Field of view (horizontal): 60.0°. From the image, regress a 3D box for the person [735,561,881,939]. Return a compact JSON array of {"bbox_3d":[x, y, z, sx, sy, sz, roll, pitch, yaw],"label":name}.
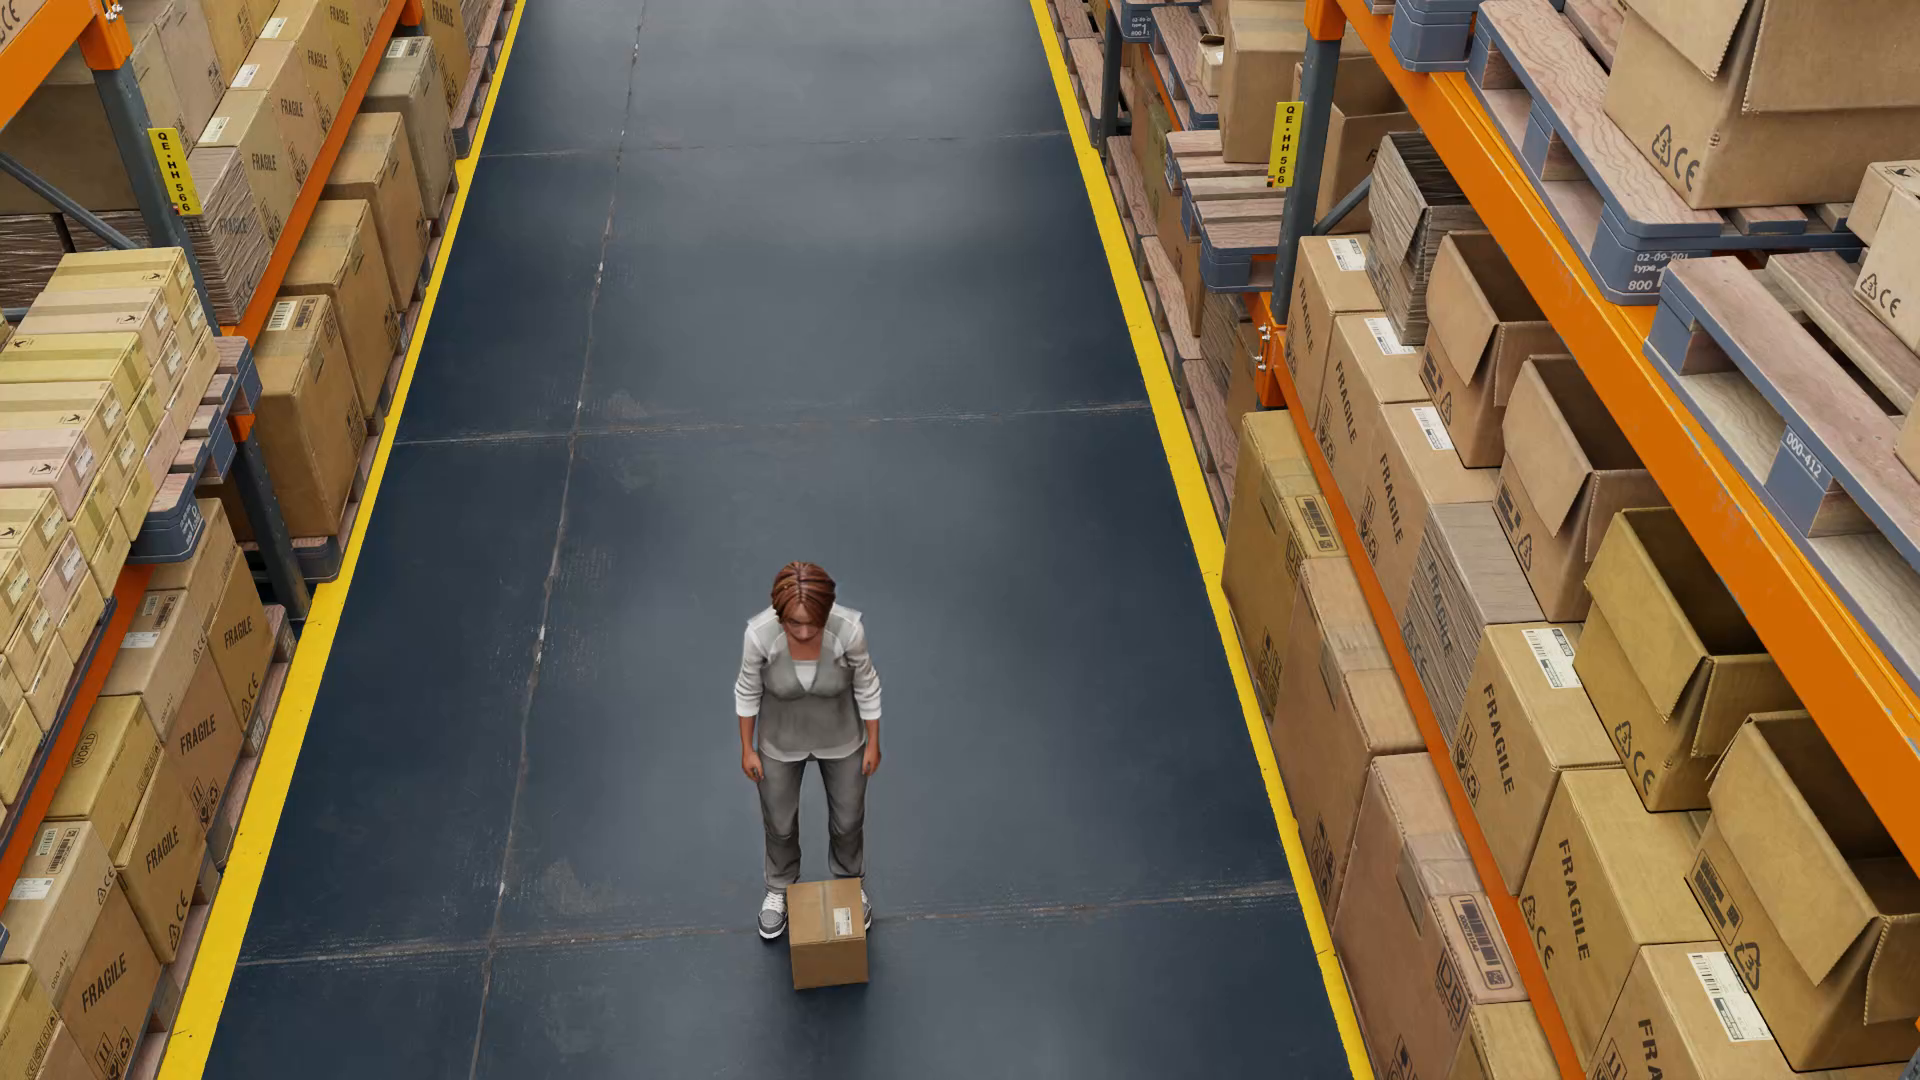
[{"bbox_3d":[-0.479,0.661,5.366,0.462,1.594,0.344,-3,40,-4],"label":"person"}]
